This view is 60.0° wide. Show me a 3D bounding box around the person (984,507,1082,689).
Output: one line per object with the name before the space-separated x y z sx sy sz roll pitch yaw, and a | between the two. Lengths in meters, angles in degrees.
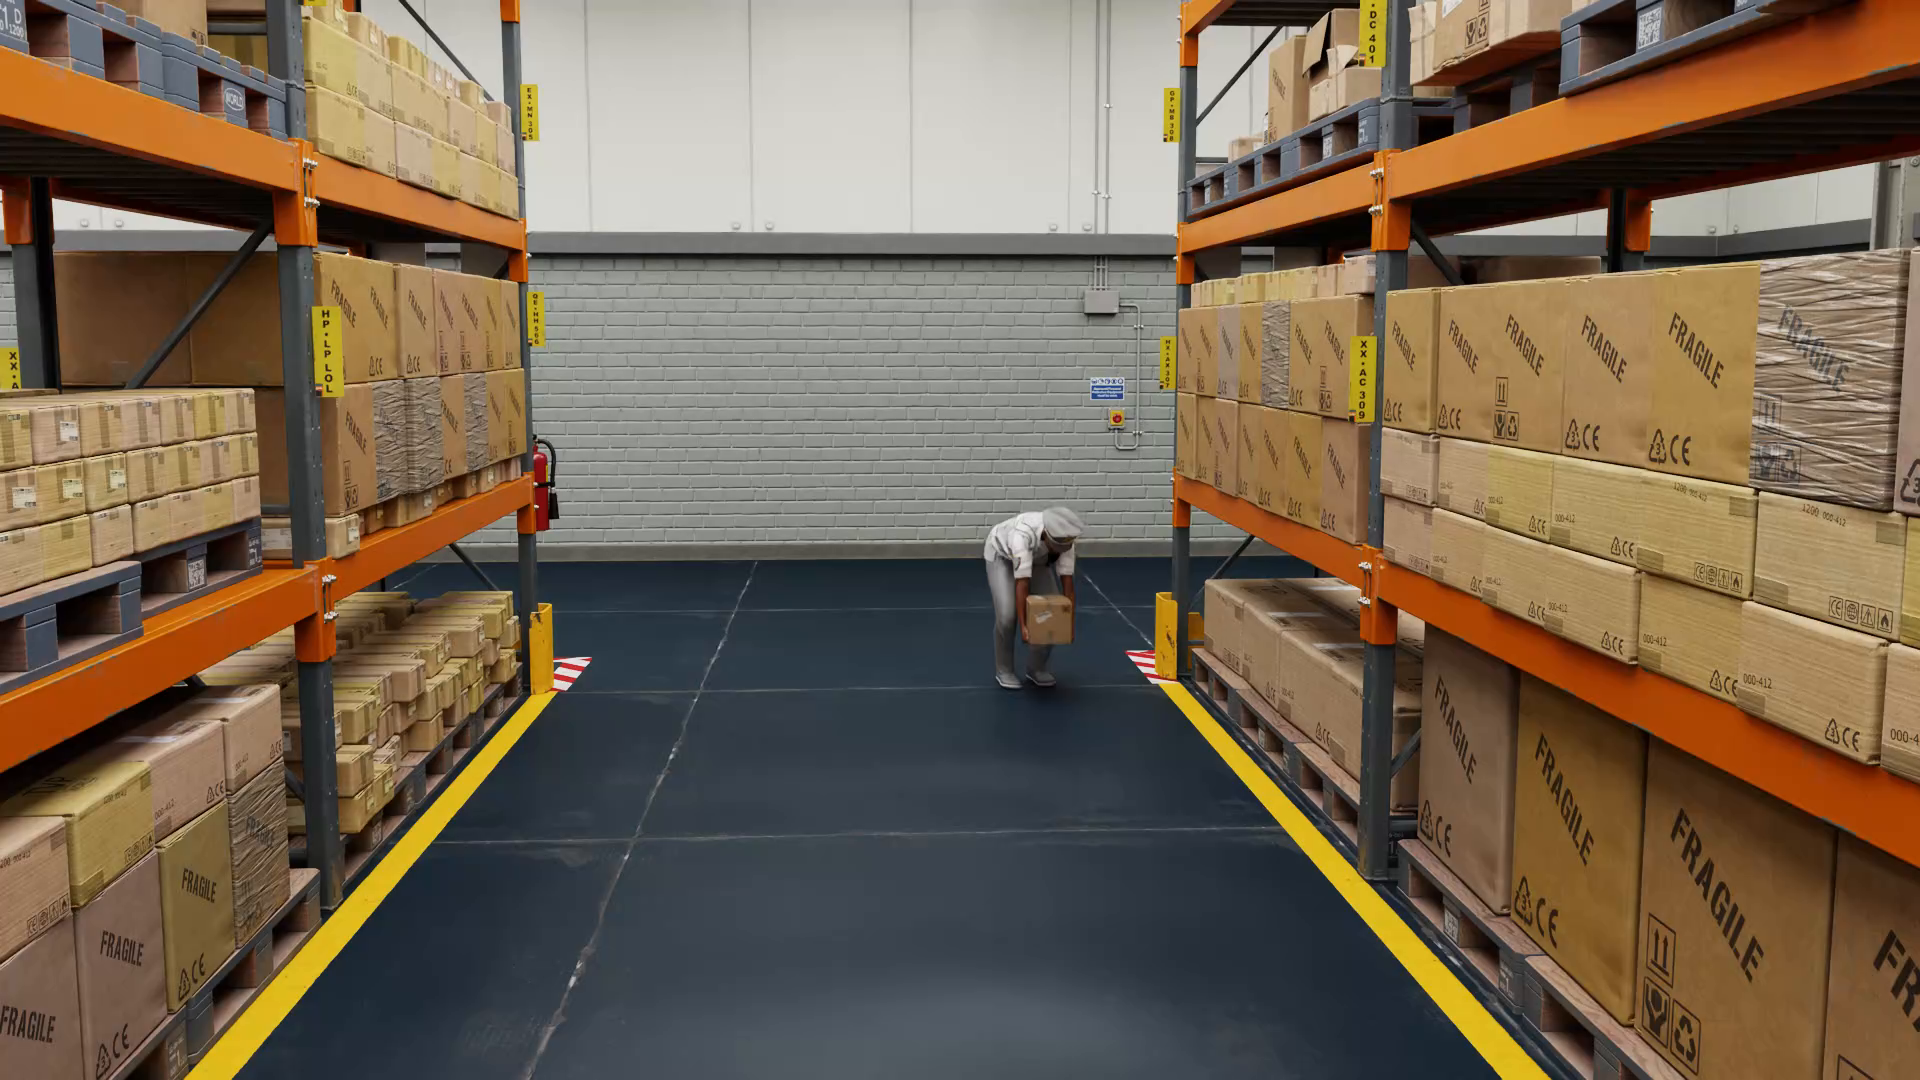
person | 0.452 0.345 10.087 0.430 1.145 0.926 -3 7 -21
